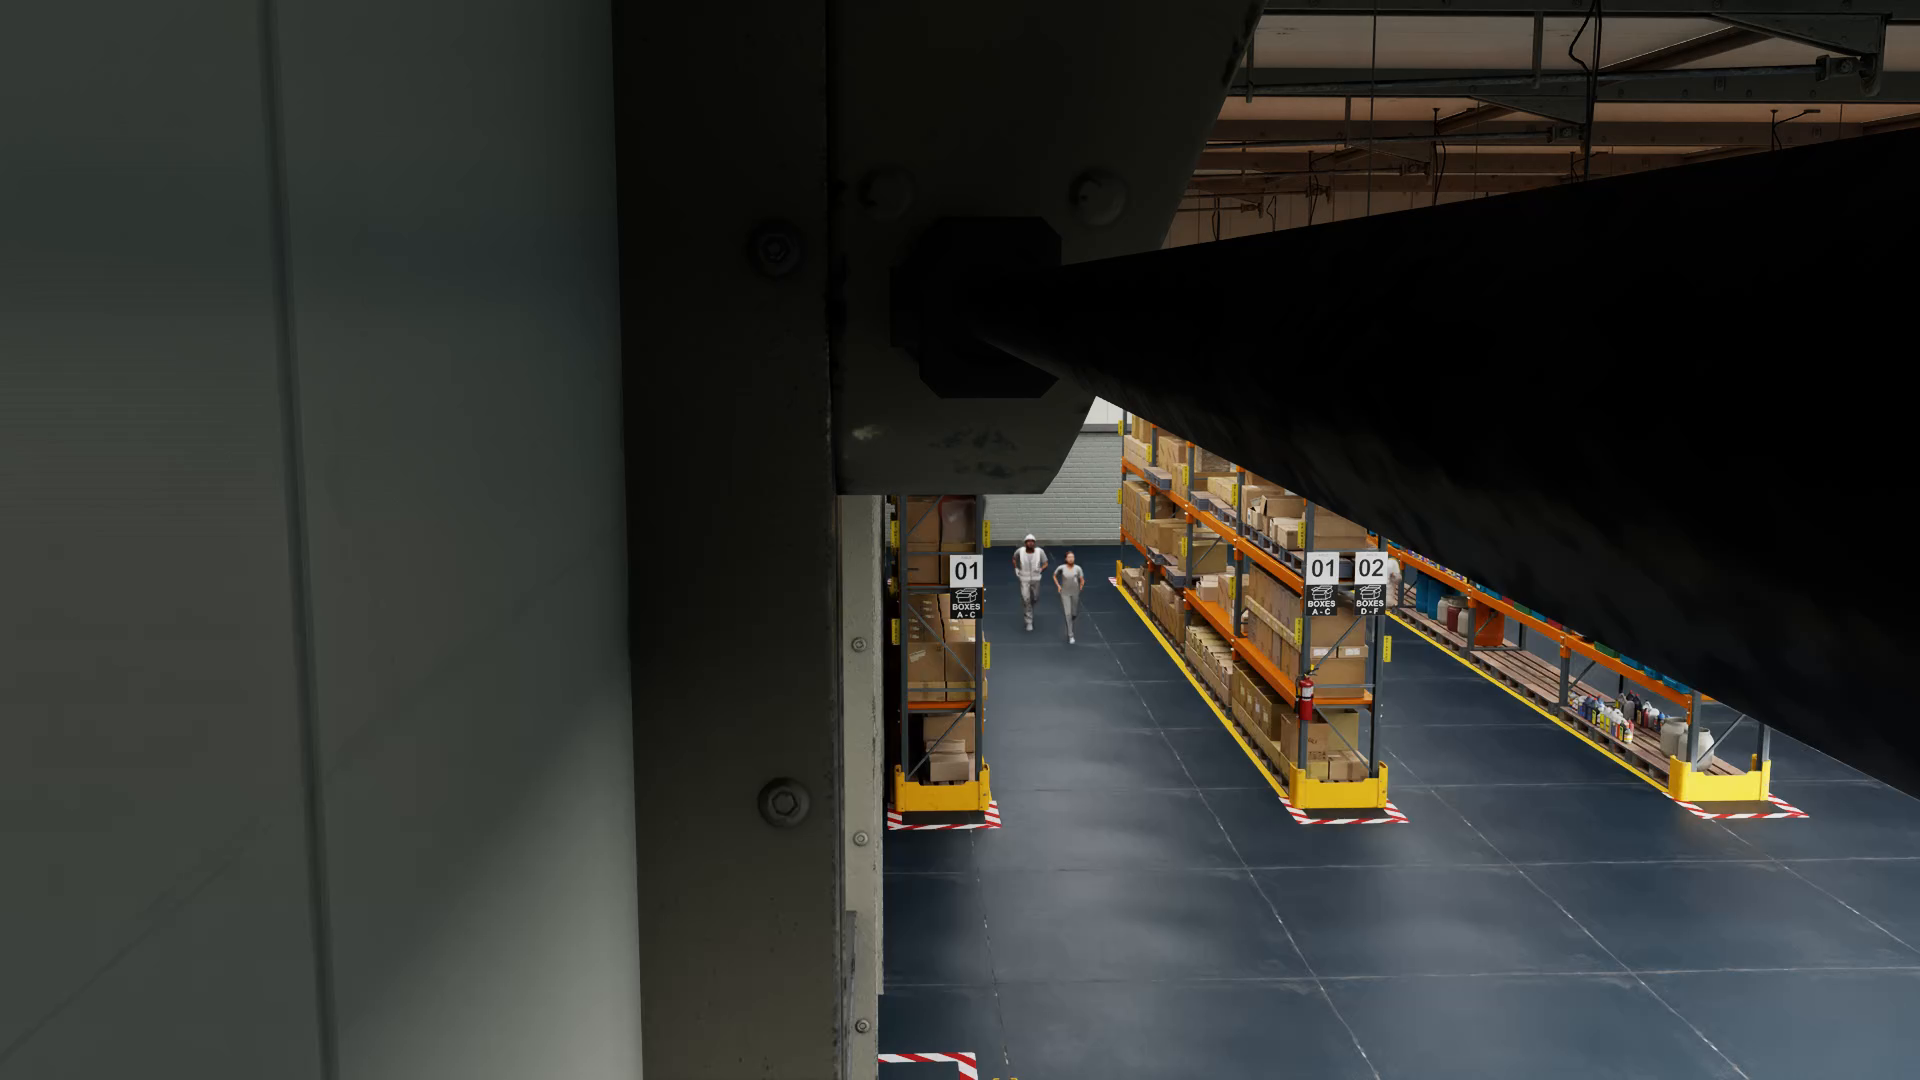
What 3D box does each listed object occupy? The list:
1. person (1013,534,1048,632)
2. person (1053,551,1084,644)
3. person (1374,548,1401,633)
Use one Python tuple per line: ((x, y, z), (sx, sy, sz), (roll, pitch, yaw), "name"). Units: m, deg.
((1.355, 0.776, 31.826), (0.633, 1.795, 1.132), (-1, 9, -8), "person")
((2.005, 1.021, 30.589), (0.567, 1.667, 0.867), (-1, 8, -7), "person")
((7.673, 0.996, 30.287), (0.682, 1.841, 0.801), (0, 8, -1), "person")
